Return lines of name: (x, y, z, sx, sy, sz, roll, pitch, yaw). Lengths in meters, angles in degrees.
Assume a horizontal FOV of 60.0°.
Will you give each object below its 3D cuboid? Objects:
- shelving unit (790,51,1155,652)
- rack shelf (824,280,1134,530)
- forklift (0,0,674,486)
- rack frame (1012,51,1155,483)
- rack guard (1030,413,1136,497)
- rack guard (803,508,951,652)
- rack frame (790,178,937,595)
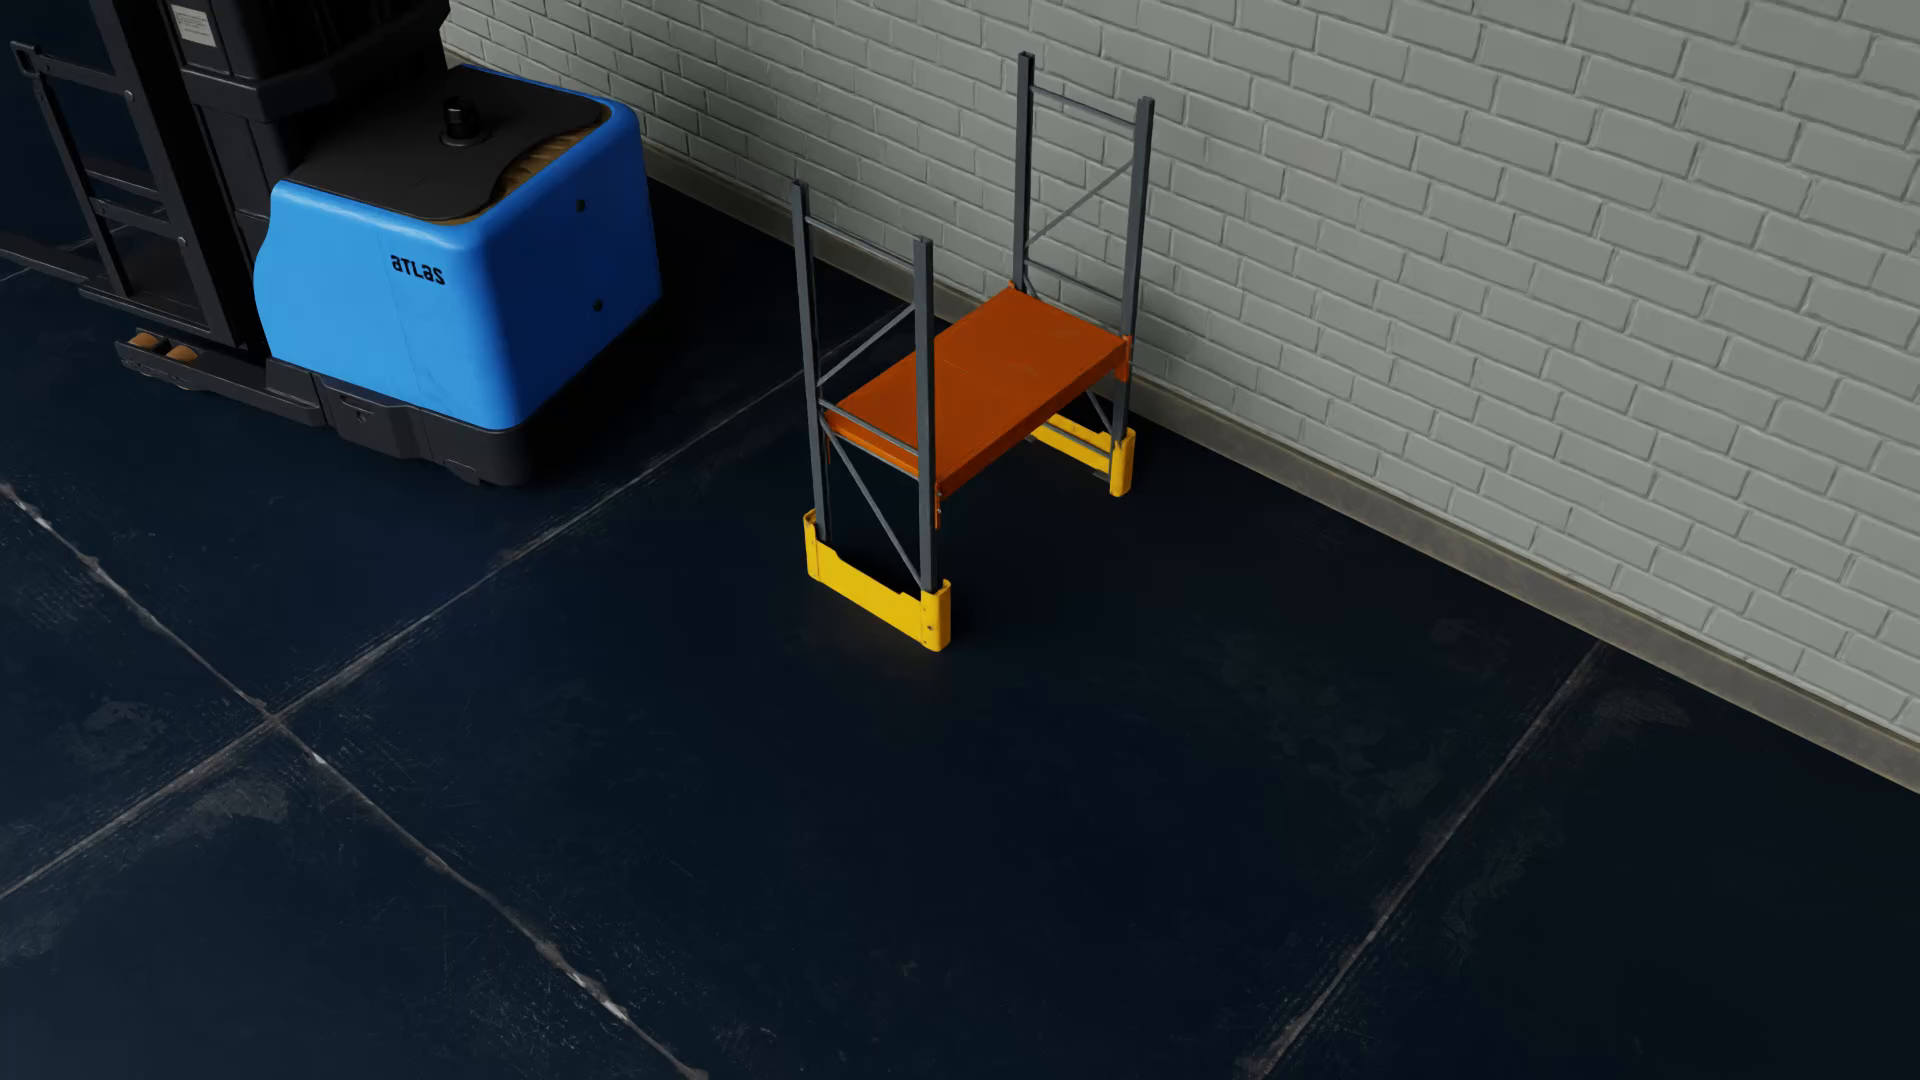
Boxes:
shelving unit: (0.049, -0.594, 5.289, 0.587, 1.500, 1.083, 29, 50, 28)
rack shelf: (0.055, -0.466, 5.415, 0.538, 0.185, 1.000, 29, 50, 28)
forklift: (-2.670, -1.960, 5.727, 3.031, 2.935, 1.130, 18, 45, 19)
rack frame: (0.382, -0.861, 5.582, 0.500, 1.500, 0.032, 29, 50, 28)
rack guard: (0.370, -0.388, 5.991, 0.587, 0.250, 0.087, 29, 50, 28)
rack guard: (-0.271, 0.125, 5.427, 0.587, 0.250, 0.087, 29, 50, 28)
rack frame: (-0.272, -0.337, 5.006, 0.500, 1.500, 0.032, 29, 50, 28)
